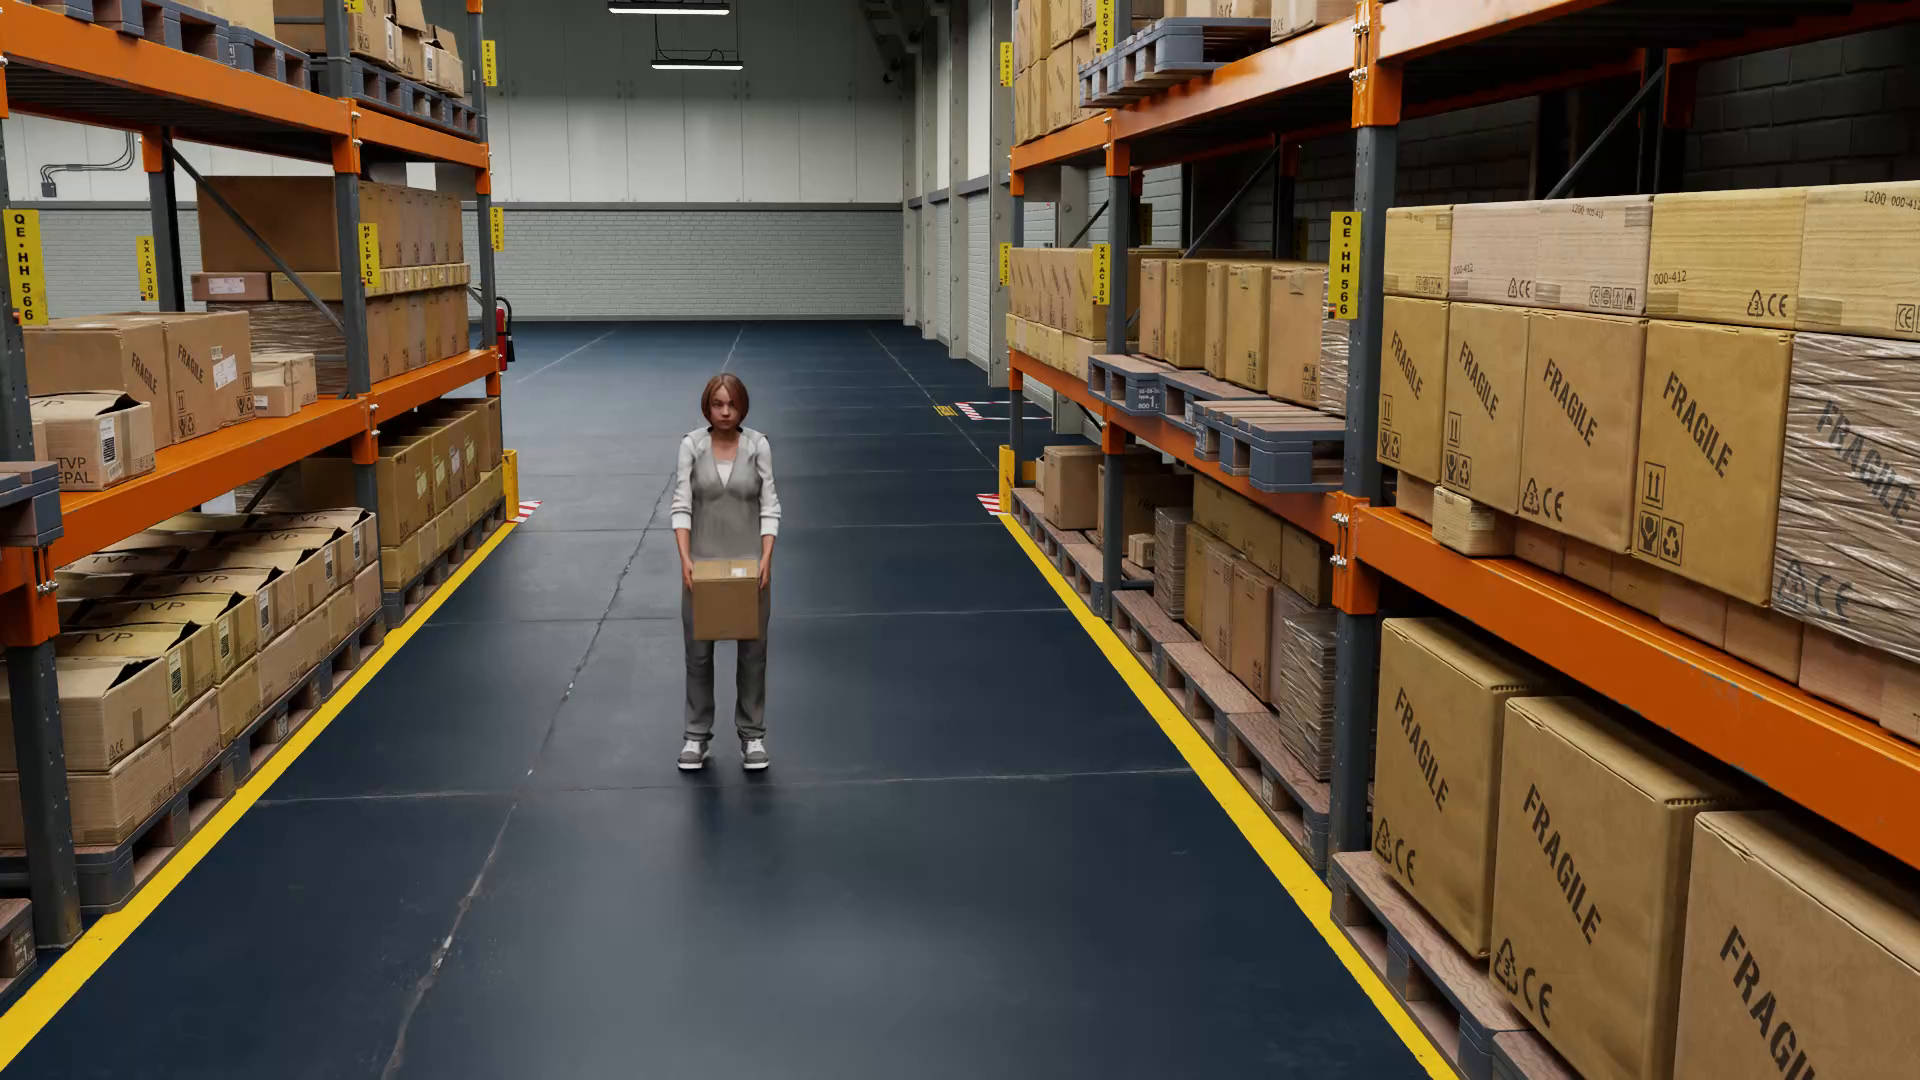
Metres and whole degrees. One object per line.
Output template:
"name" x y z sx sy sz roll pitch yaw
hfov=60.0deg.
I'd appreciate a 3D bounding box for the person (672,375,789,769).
"person" -0.931 0.129 6.724 0.483 1.594 0.369 -2 10 -9
